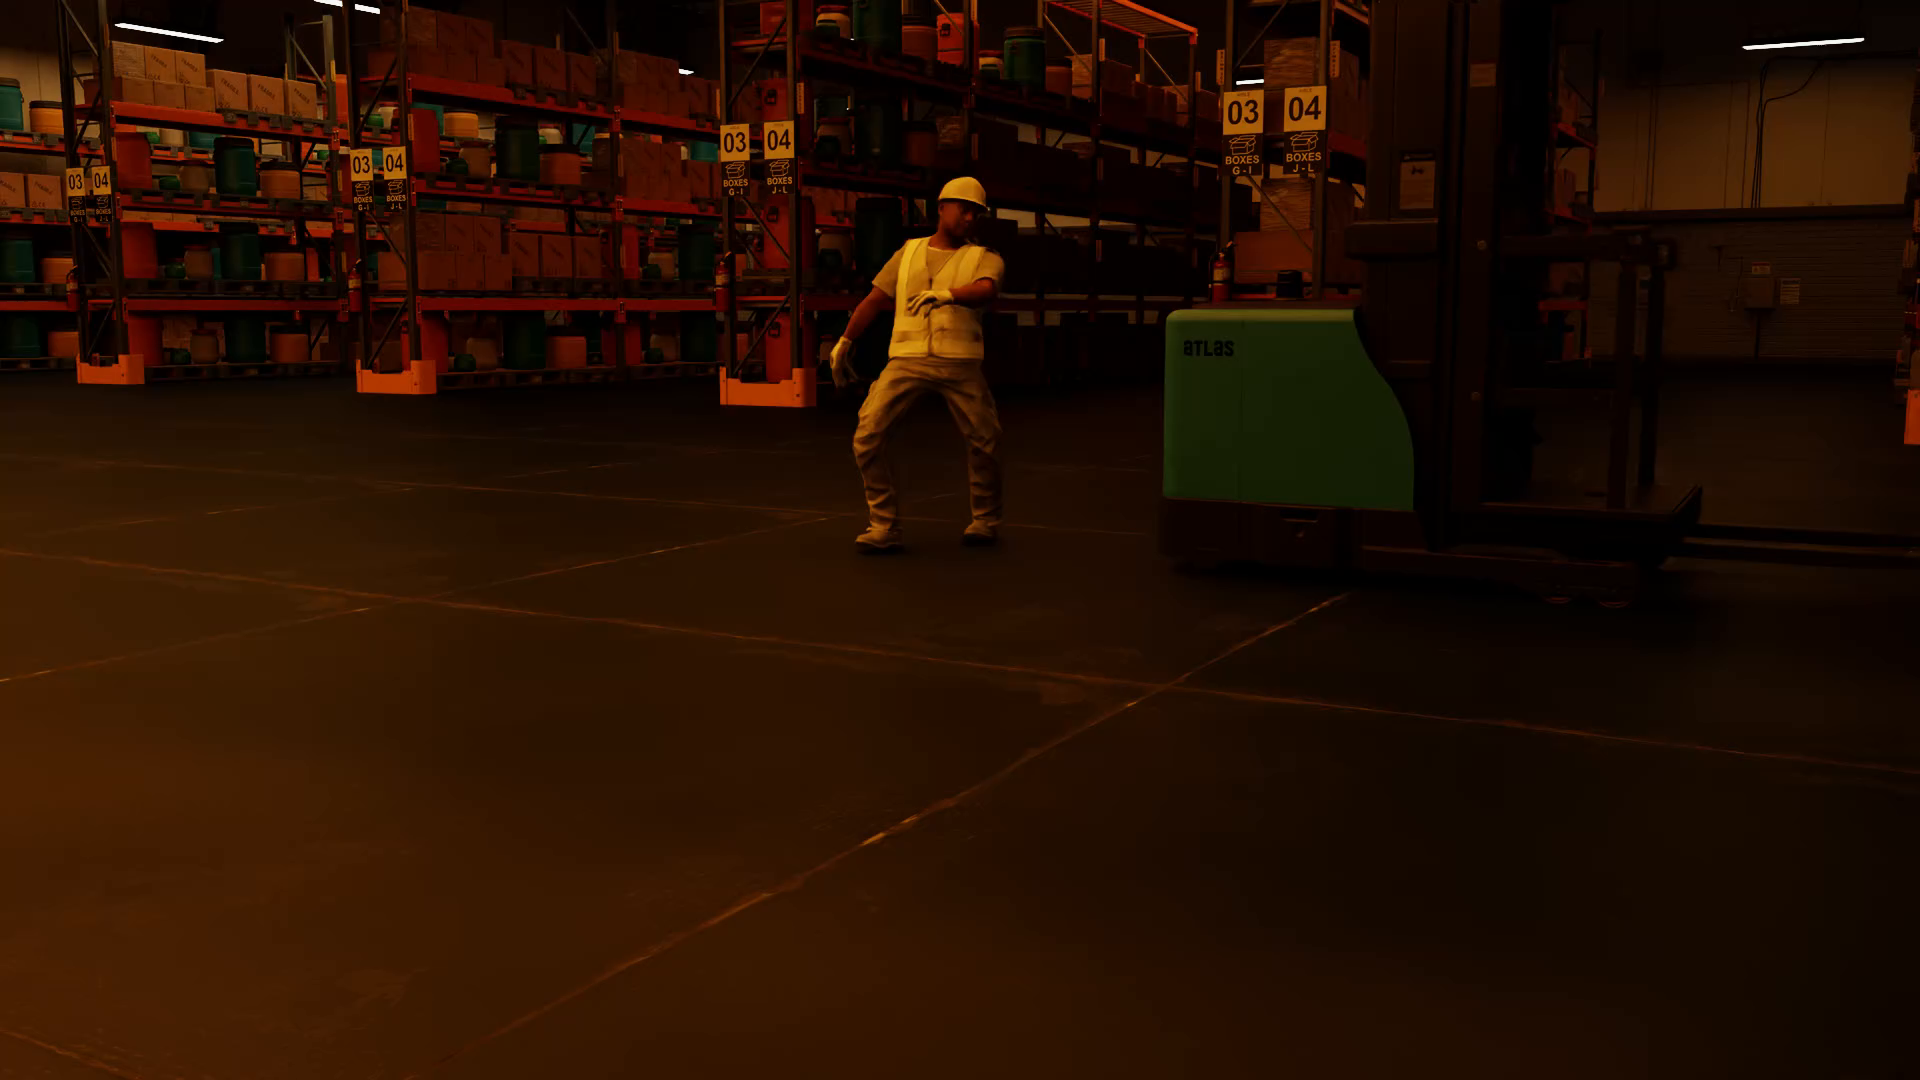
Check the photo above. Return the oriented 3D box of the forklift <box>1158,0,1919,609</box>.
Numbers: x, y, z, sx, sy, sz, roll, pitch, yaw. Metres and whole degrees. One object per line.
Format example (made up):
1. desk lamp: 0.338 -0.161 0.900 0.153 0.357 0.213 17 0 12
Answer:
1. forklift: 2.368 -1.286 6.413 3.031 2.935 1.130 4 9 28

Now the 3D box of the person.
1. person: -0.199 -0.783 7.415 0.790 1.665 0.870 1 8 5
